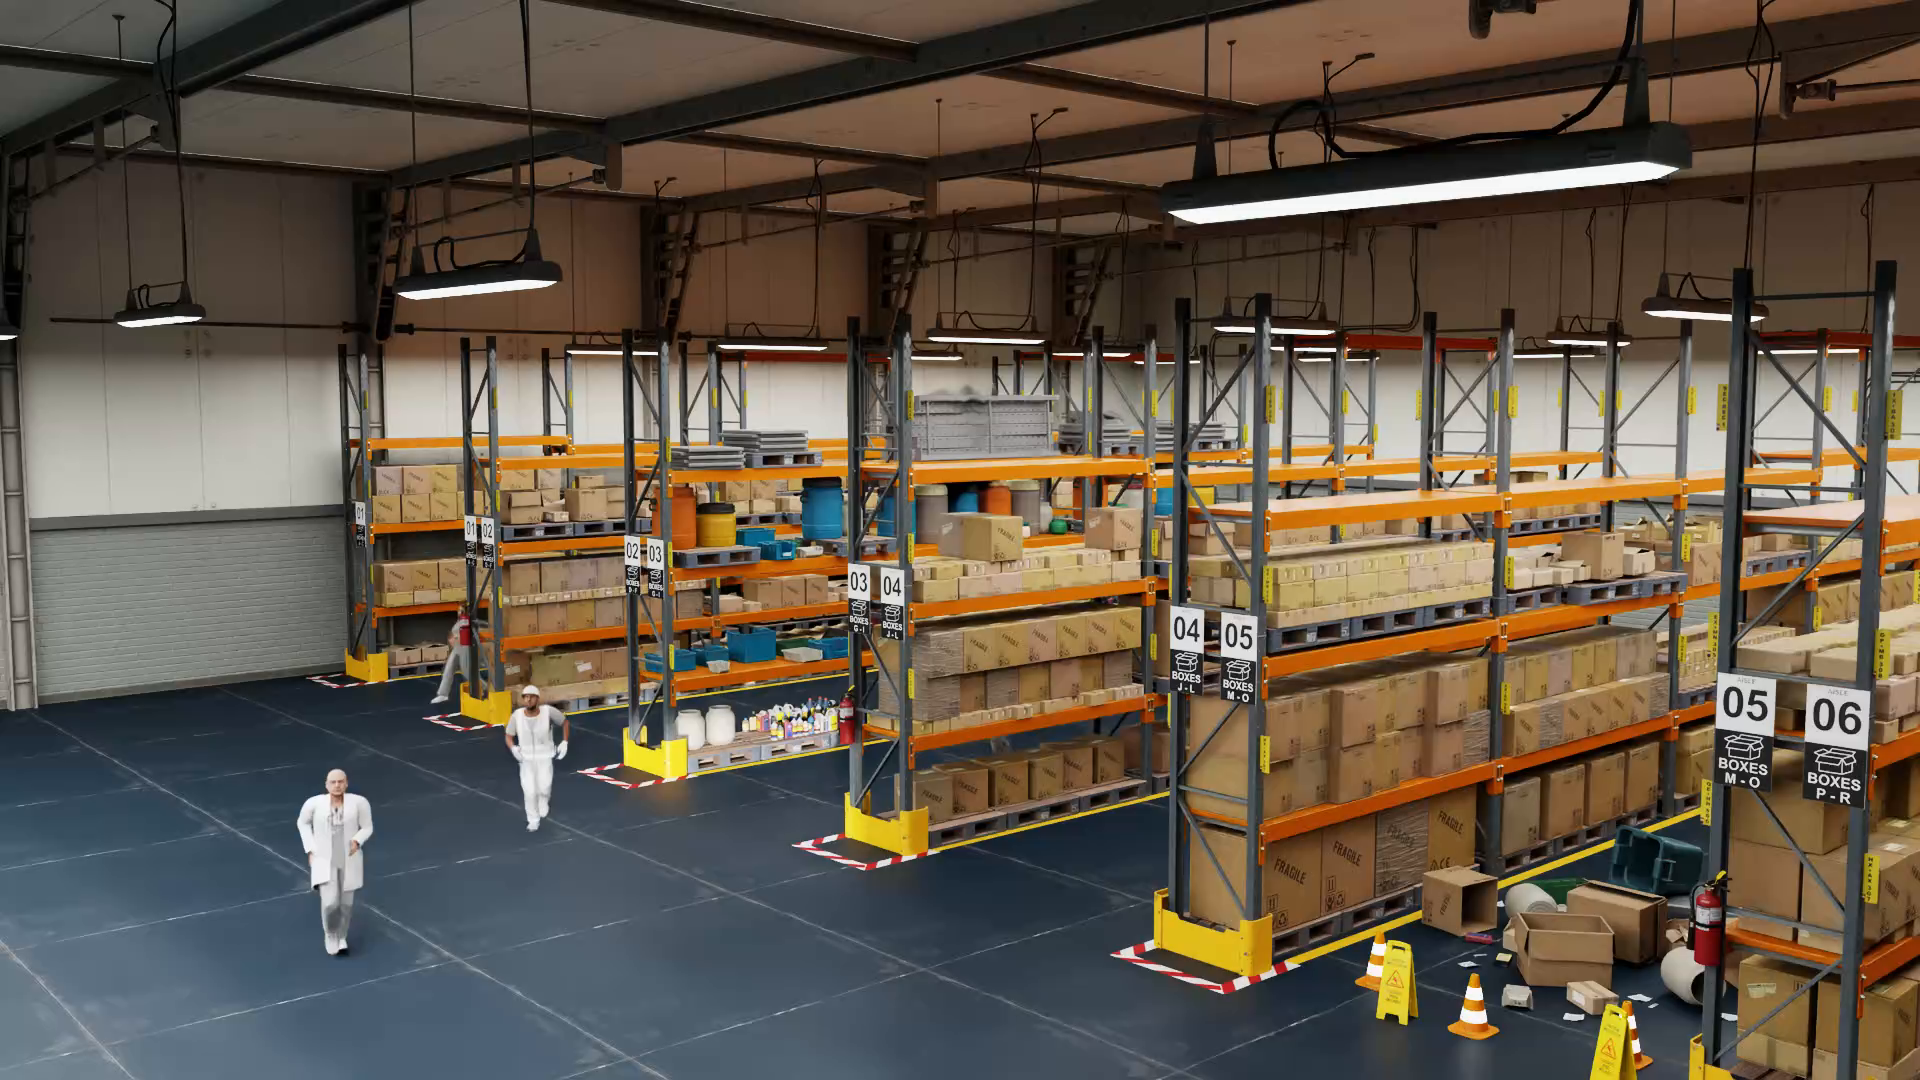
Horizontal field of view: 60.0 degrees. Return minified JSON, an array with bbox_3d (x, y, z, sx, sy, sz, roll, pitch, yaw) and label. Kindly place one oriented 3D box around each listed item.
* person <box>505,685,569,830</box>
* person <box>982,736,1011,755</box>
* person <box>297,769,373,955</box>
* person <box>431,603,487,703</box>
[{"bbox_3d":[-4.956,2.561,19.456,0.723,1.736,0.652,-1,5,-7],"label":"person"},{"bbox_3d":[0.547,2.280,22.655,0.688,1.728,0.565,4,7,41],"label":"person"},{"bbox_3d":[-5.673,2.937,15.157,0.627,1.723,0.760,-3,6,-27],"label":"person"},{"bbox_3d":[-8.205,1.849,27.427,0.582,1.633,0.994,4,7,40],"label":"person"}]
